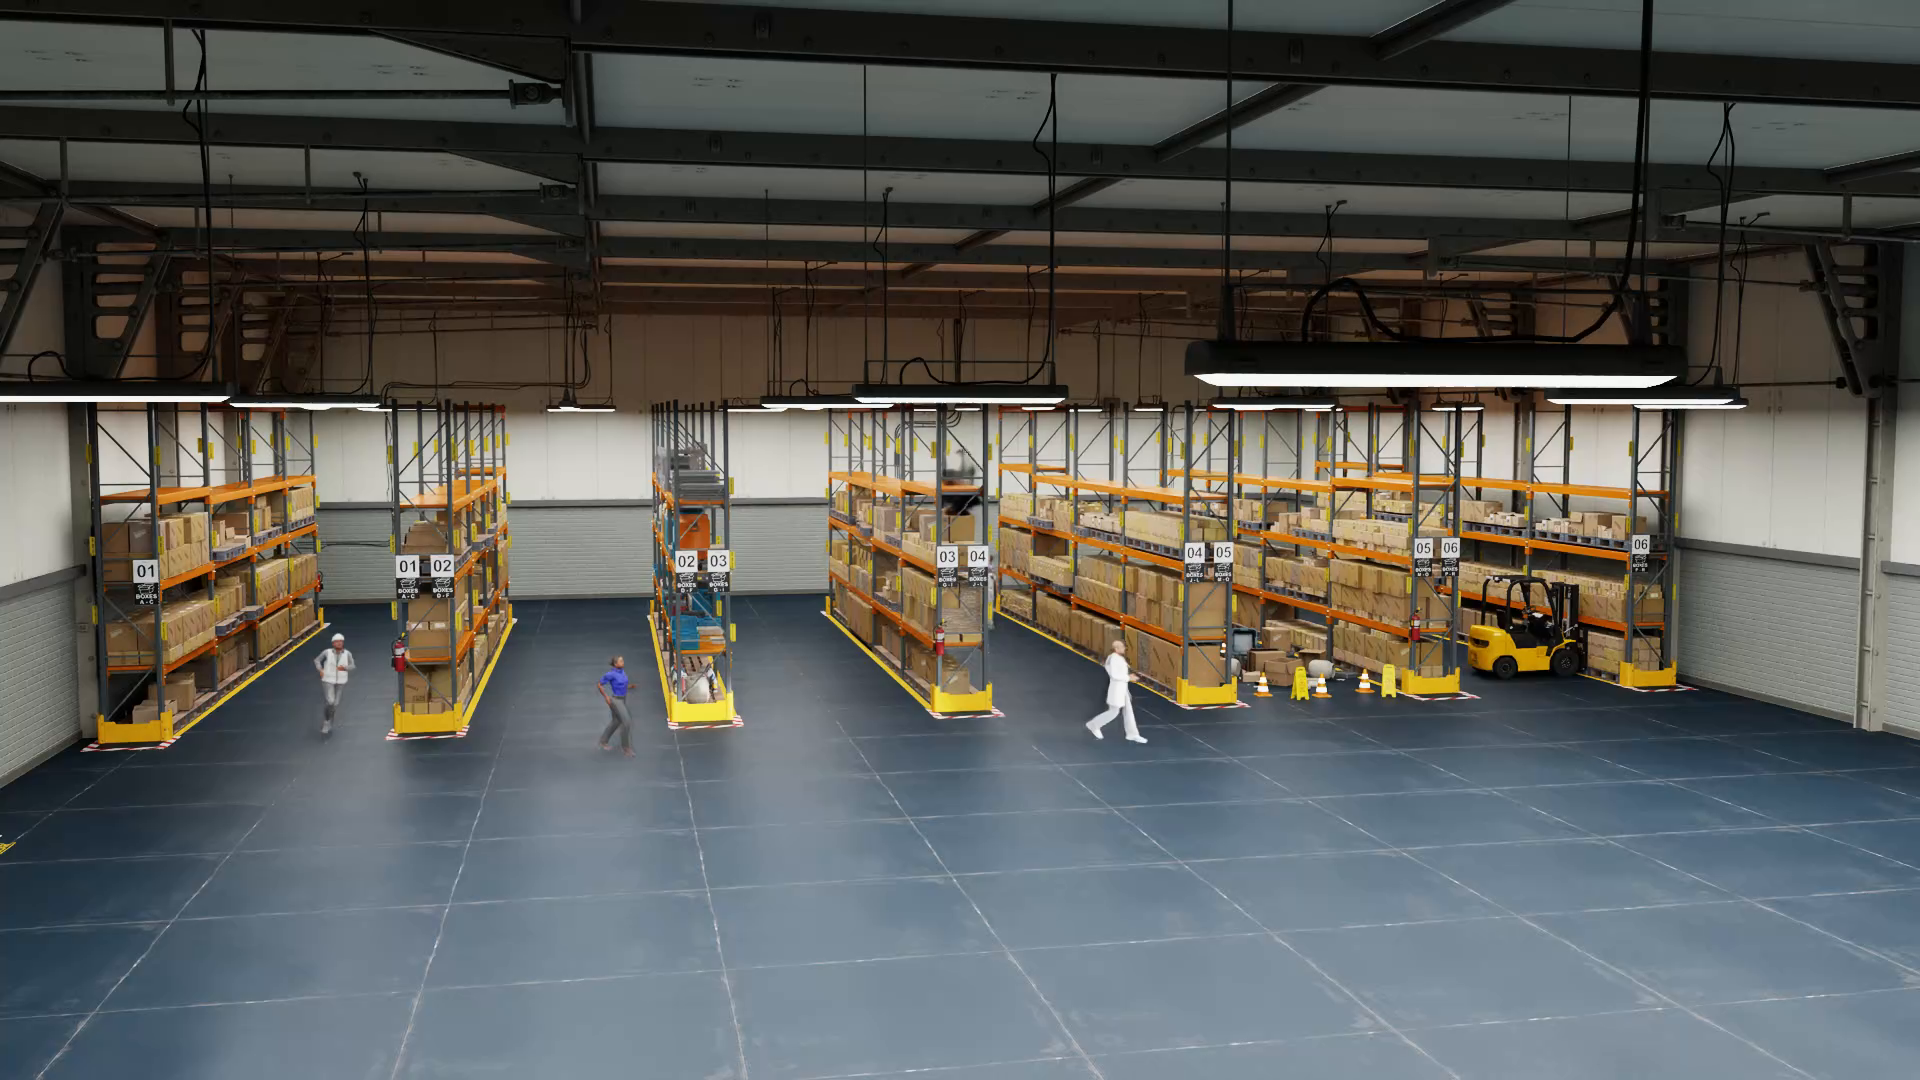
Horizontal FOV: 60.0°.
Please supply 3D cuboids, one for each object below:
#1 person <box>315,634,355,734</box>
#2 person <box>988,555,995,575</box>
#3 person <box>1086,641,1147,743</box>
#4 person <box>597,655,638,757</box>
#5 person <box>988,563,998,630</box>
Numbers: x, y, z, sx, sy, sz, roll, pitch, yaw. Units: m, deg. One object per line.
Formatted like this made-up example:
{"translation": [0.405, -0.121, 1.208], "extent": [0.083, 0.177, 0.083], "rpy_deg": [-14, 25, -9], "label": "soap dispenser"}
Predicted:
{"translation": [-11.319, 2.595, 30.148], "extent": [0.632, 1.820, 0.689], "rpy_deg": [-3, 5, -36], "label": "person"}
{"translation": [0.776, 1.201, 49.885], "extent": [0.526, 1.552, 0.709], "rpy_deg": [0, 4, -1], "label": "person"}
{"translation": [2.726, 2.638, 28.925], "extent": [1.060, 1.782, 0.714], "rpy_deg": [1, 4, 17], "label": "person"}
{"translation": [-5.768, 2.788, 27.965], "extent": [0.781, 1.717, 0.549], "rpy_deg": [1, 4, 12], "label": "person"}
{"translation": [0.711, 1.469, 44.356], "extent": [0.673, 1.743, 1.084], "rpy_deg": [-1, 4, -8], "label": "person"}
